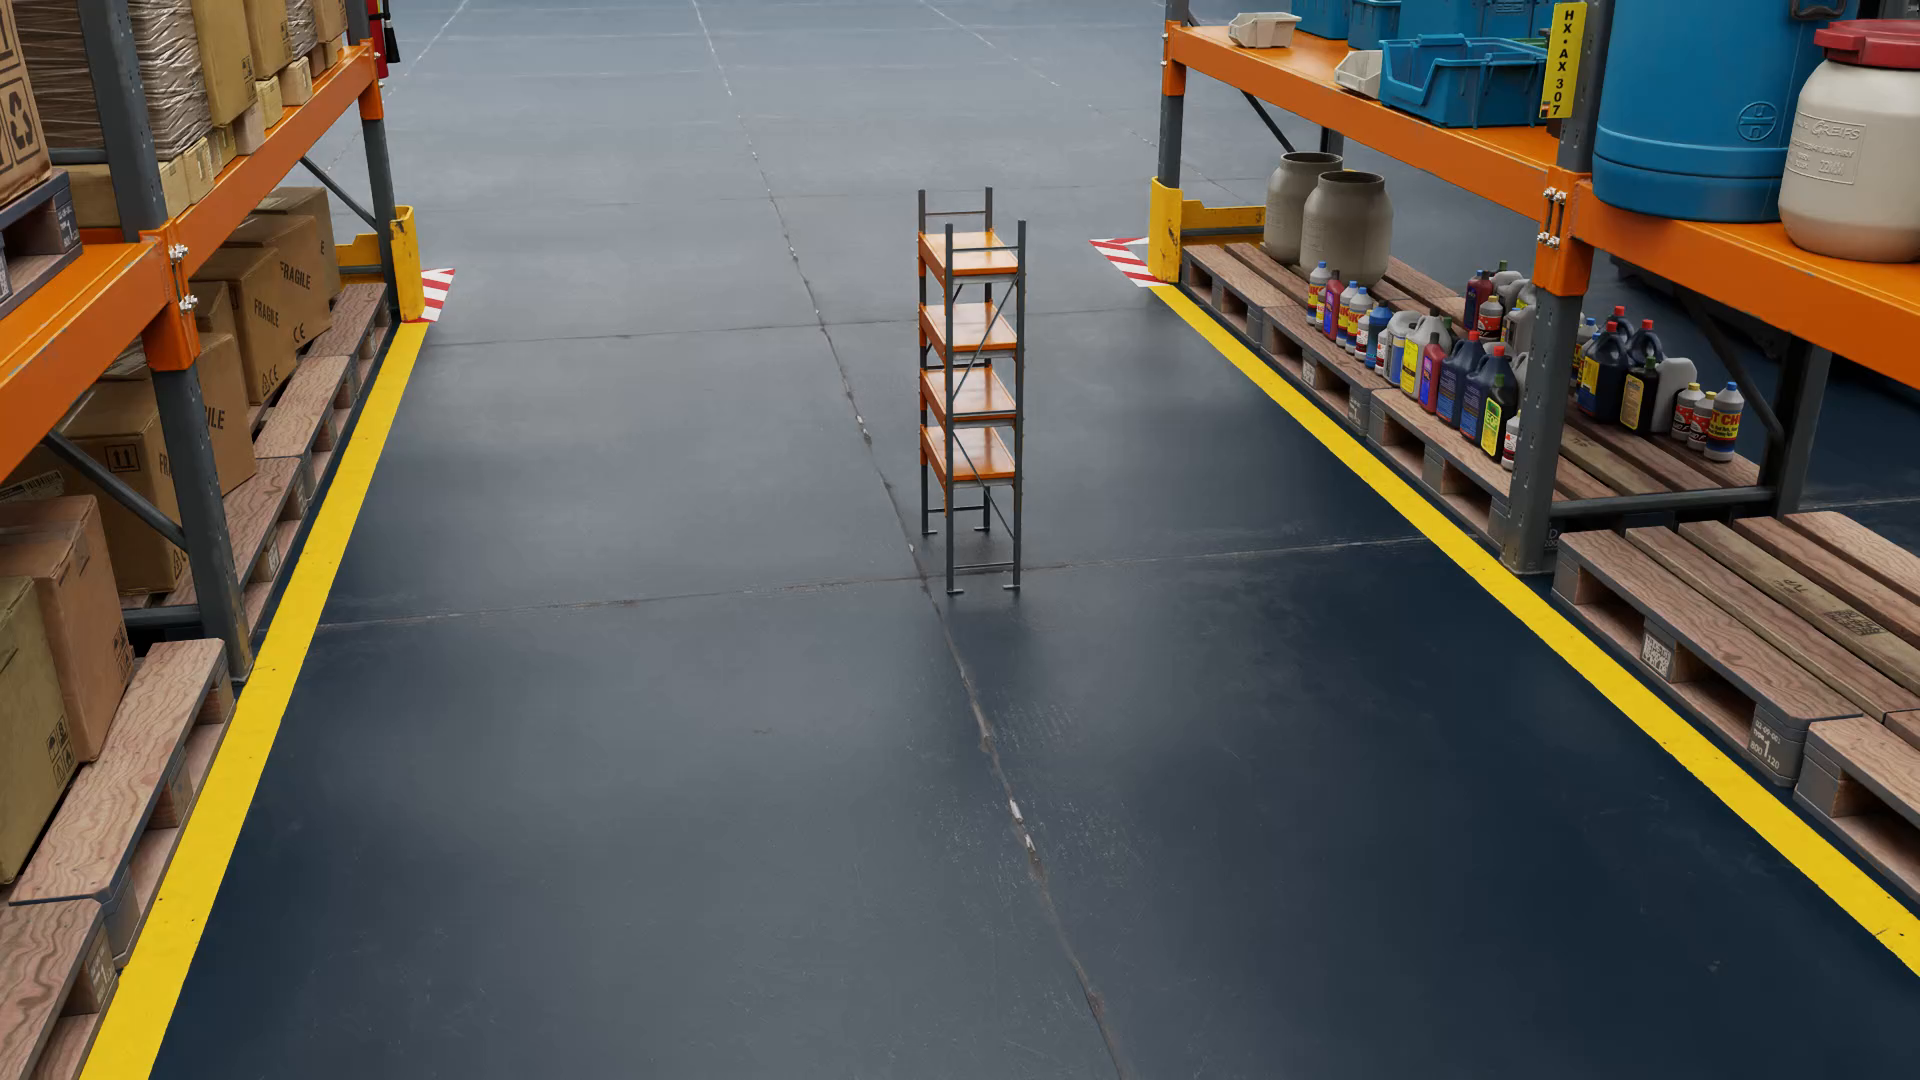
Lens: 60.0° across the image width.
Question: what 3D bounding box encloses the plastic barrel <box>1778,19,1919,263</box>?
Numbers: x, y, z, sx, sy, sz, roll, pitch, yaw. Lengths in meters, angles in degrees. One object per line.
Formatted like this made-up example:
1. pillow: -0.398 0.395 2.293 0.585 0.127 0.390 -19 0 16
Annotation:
1. plastic barrel: 2.269 -0.980 4.077 0.433 0.535 0.433 0 24 0

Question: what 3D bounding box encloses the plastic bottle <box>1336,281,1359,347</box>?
1. plastic bottle: 1.660 -0.964 7.069 0.097 0.271 0.097 0 24 0

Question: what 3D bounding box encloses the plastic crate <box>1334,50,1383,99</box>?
1. plastic crate: 1.758 -1.810 6.475 0.530 0.136 0.437 -4 24 -10

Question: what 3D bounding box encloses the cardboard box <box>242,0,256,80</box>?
1. cardboard box: -2.832 -1.696 5.390 0.875 0.500 0.500 -4 24 -10

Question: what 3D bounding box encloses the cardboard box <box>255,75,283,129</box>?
1. cardboard box: -2.595 -1.525 5.807 0.380 0.149 0.250 -4 24 -10

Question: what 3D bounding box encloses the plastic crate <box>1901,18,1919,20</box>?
1. plastic crate: 2.698 -1.172 4.606 0.402 0.464 0.583 -4 24 -10

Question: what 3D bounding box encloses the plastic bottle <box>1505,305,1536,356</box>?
1. plastic bottle: 2.311 -0.833 6.763 0.152 0.276 0.135 -4 24 -10

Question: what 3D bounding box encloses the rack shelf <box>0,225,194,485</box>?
1. rack shelf: -2.190 0.172 2.507 1.077 0.370 4.000 -4 24 -10

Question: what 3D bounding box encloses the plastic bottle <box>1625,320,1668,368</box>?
1. plastic bottle: 2.566 -0.647 6.243 0.144 0.351 0.185 -4 24 -8

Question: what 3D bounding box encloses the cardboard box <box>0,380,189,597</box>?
1. cardboard box: -2.595 -0.151 4.947 0.500 0.500 0.500 -5 24 -11

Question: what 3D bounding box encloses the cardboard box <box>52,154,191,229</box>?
1. cardboard box: -2.304 -0.936 4.459 0.380 0.149 0.250 -4 24 -10

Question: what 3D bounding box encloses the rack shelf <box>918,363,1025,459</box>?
1. rack shelf: 0.031 -0.423 5.388 0.258 0.148 0.480 -4 24 -10

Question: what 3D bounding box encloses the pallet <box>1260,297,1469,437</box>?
1. pallet: 1.995 -0.781 7.274 1.003 0.211 1.213 -4 24 -10

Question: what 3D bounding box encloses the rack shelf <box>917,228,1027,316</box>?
1. rack shelf: 0.031 -0.845 5.203 0.258 0.148 0.480 -4 24 -10

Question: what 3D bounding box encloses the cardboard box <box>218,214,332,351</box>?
1. cardboard box: -3.057 -1.085 7.085 0.500 0.500 0.500 2 24 4

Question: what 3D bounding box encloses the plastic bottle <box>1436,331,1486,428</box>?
1. plastic bottle: 1.869 -0.606 6.149 0.144 0.351 0.185 -6 24 -12

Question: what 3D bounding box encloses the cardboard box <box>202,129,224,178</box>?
1. cardboard box: -2.411 -1.131 4.907 0.380 0.149 0.250 -4 24 -10

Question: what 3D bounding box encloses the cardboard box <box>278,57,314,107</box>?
1. cardboard box: -2.664 -1.723 6.262 0.380 0.149 0.250 -4 24 -10

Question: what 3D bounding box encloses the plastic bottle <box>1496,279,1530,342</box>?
1. plastic bottle: 2.383 -0.992 7.126 0.152 0.276 0.135 -5 24 -11

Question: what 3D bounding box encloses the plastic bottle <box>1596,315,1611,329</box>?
1. plastic bottle: 2.541 -0.758 6.582 0.061 0.283 0.133 -3 24 -7

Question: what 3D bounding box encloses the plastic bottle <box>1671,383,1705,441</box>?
1. plastic bottle: 2.642 -0.468 6.020 0.097 0.201 0.097 0 24 0

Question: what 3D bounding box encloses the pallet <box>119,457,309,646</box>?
1. pallet: -2.719 0.072 5.321 1.003 0.211 1.213 -4 24 -10

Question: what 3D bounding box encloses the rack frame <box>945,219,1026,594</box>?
1. rack frame: 0.076 -0.389 5.141 0.240 1.200 0.015 -4 24 -10

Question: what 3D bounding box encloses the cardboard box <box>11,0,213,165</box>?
1. cardboard box: -2.583 -1.308 4.500 0.875 0.500 0.500 -4 24 -10

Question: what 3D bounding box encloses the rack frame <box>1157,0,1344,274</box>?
1. rack frame: 1.568 -2.884 8.606 1.000 3.000 0.127 -4 24 -10

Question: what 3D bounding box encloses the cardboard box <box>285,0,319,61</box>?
1. cardboard box: -2.965 -2.094 6.299 0.875 0.500 0.500 -4 24 -10

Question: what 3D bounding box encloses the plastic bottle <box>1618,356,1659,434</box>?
1. plastic bottle: 2.488 -0.542 6.088 0.061 0.283 0.133 -4 24 -10

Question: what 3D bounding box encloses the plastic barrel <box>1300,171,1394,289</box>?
1. plastic barrel: 1.857 -1.486 7.988 0.421 0.512 0.421 0 24 0

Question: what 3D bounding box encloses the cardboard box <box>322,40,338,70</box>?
1. cardboard box: -2.902 -2.113 7.153 0.380 0.149 0.250 -4 24 -10

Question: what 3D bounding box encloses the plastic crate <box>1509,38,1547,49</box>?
1. plastic crate: 2.334 -1.768 6.316 0.450 0.188 0.662 -4 24 -10

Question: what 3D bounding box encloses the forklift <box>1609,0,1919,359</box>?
1. forklift: 4.252 -2.246 7.230 1.130 2.935 3.031 -3 24 -8

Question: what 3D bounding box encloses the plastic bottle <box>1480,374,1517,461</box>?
1. plastic bottle: 1.894 -0.432 5.836 0.061 0.283 0.133 -3 24 -7

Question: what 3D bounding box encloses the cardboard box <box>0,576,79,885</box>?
1. cardboard box: -2.398 0.432 3.587 0.700 0.500 0.500 -4 24 -10

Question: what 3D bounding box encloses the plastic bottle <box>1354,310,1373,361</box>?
1. plastic bottle: 1.697 -0.854 6.904 0.097 0.201 0.097 0 24 0

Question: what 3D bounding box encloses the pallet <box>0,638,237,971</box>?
1. pallet: -2.415 0.640 4.021 1.003 0.211 1.213 -4 24 -10

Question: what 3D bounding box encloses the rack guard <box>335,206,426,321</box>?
1. rack guard: -3.286 -1.342 8.198 1.175 0.500 0.348 -4 24 -10

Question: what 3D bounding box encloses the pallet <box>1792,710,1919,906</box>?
1. pallet: 2.720 0.754 3.760 1.003 0.211 1.213 -4 24 -10

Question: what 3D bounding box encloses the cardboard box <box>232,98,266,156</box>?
1. cardboard box: -2.473 -1.330 5.362 0.380 0.149 0.250 -4 24 -10

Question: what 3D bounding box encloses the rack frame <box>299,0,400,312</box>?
1. rack frame: -3.300 -2.517 7.766 1.000 3.000 0.127 -4 24 -10

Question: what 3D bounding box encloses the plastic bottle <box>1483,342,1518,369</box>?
1. plastic bottle: 2.010 -0.592 6.212 0.152 0.276 0.135 -4 24 -10

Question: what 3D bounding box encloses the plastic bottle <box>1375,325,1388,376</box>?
1. plastic bottle: 1.735 -0.773 6.719 0.097 0.201 0.097 0 24 0

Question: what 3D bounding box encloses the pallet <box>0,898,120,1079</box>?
1. pallet: -2.186 1.121 2.920 1.003 0.211 1.213 -4 24 -10

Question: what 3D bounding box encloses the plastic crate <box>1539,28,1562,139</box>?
1. plastic crate: 2.336 -1.498 5.509 0.767 0.338 0.504 -4 24 -10

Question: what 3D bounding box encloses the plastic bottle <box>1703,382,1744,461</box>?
1. plastic bottle: 2.679 -0.420 5.822 0.097 0.271 0.097 0 24 0

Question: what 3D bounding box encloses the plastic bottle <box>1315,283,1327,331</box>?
1. plastic bottle: 1.616 -1.026 7.299 0.097 0.201 0.097 0 24 0

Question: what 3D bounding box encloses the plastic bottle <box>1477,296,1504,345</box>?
1. plastic bottle: 2.264 -0.941 7.103 0.097 0.201 0.097 0 24 0

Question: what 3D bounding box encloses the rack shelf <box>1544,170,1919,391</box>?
1. rack shelf: 2.677 -0.194 3.346 1.077 0.370 4.000 -4 24 -10

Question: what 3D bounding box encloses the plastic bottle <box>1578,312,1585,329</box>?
1. plastic bottle: 2.452 -0.888 6.795 0.144 0.351 0.185 -4 24 -10

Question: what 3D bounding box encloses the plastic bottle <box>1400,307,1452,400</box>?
1. plastic bottle: 1.810 -0.733 6.440 0.144 0.351 0.185 -4 24 -10

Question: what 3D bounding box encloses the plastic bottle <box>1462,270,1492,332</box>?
1. plastic bottle: 2.253 -1.042 7.231 0.061 0.283 0.133 -4 24 -10

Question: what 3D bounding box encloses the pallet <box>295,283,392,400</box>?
1. pallet: -3.170 -0.887 7.518 1.003 0.211 1.213 -4 24 -10

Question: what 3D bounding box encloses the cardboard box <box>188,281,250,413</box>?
1. cardboard box: -2.900 -0.614 6.007 0.500 0.500 0.500 -6 24 -14

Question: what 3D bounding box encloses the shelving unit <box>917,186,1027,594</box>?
1. shelving unit: 0.031 -0.485 5.361 0.258 1.200 0.503 -4 24 -10

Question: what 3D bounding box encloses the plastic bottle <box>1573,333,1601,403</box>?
1. plastic bottle: 2.420 -0.658 6.369 0.097 0.271 0.097 0 24 0

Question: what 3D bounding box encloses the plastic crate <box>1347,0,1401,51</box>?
1. plastic crate: 2.069 -2.385 7.649 0.499 0.251 0.408 -4 24 -10

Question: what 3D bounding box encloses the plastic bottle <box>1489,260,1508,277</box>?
1. plastic bottle: 2.378 -1.106 7.379 0.061 0.283 0.133 -4 24 -8
